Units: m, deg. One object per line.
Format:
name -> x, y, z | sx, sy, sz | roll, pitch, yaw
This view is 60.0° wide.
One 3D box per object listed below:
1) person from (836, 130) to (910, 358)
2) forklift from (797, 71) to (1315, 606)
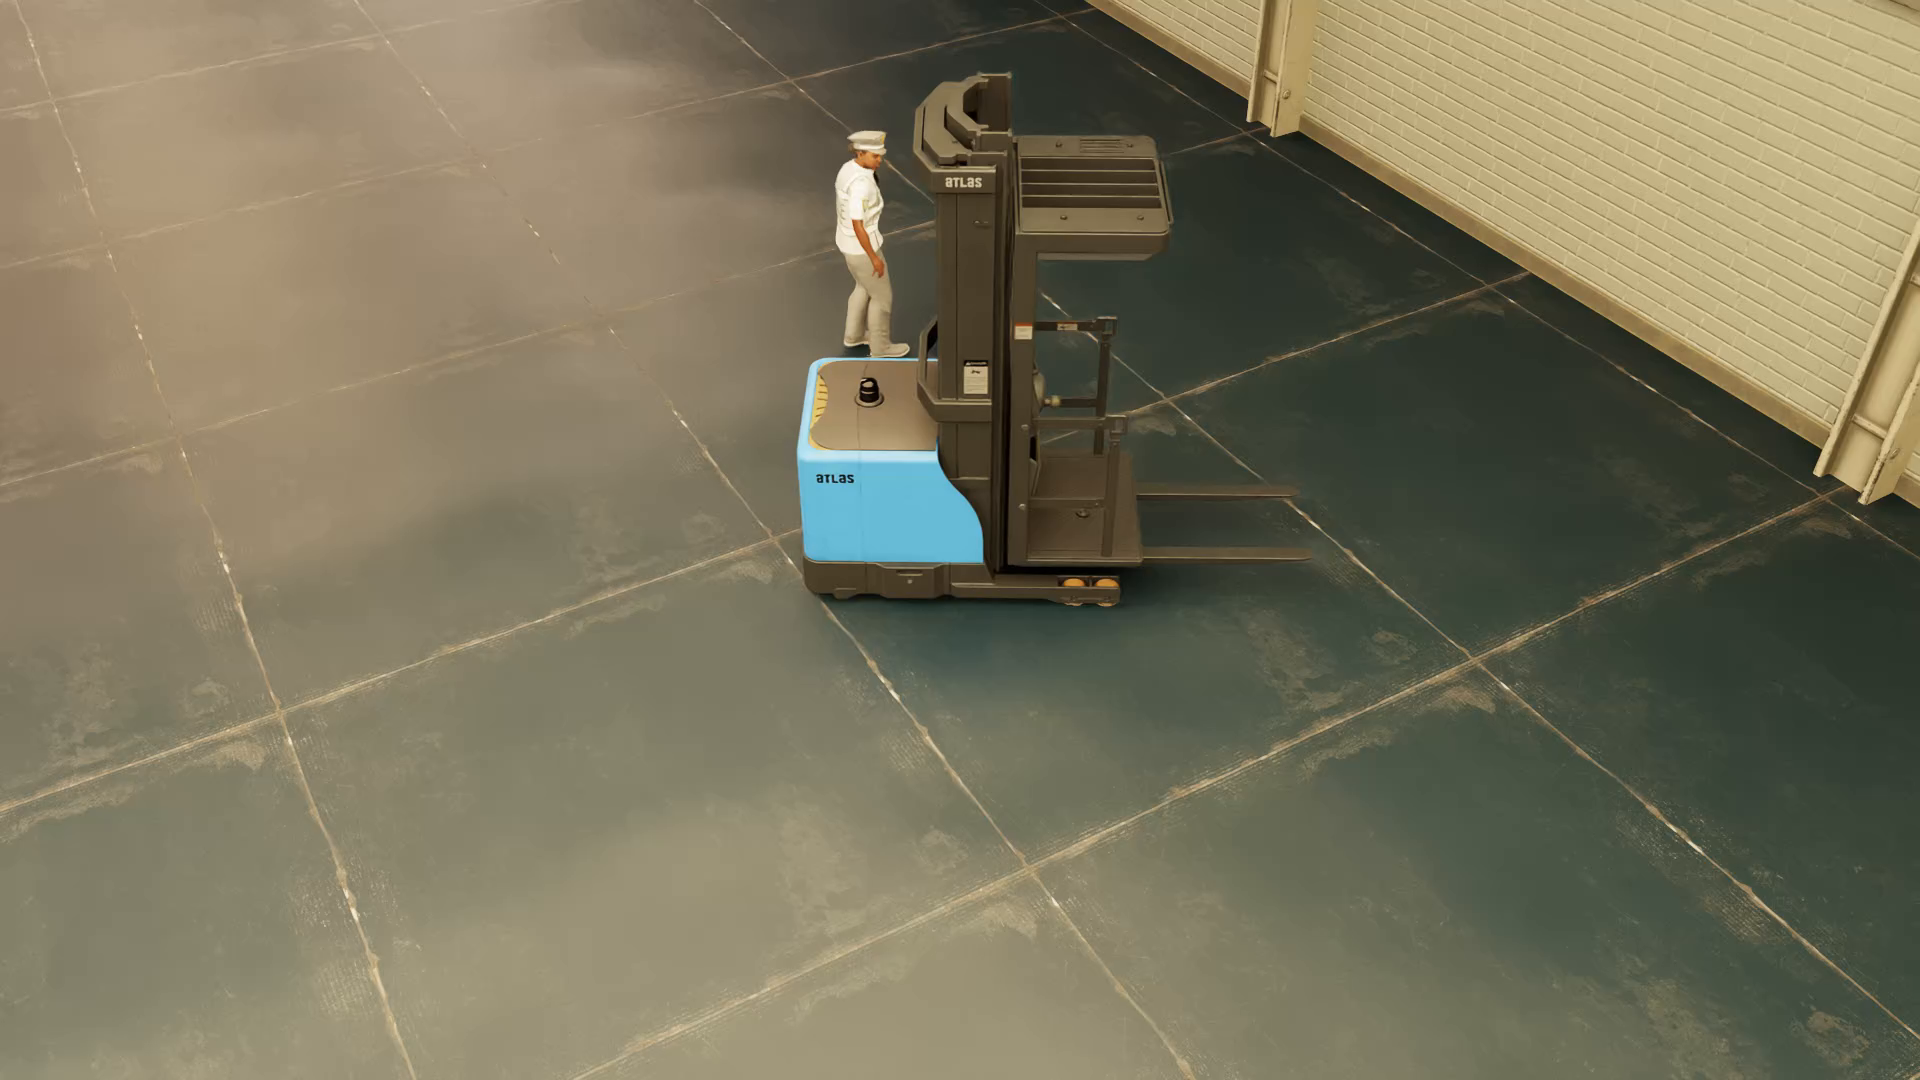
person -> -0.621, -2.036, 11.494 | 0.457, 1.654, 0.627 | -11, 41, -13
forklift -> 0.593, -1.079, 9.337 | 3.031, 2.935, 1.130 | 1, 40, 1
